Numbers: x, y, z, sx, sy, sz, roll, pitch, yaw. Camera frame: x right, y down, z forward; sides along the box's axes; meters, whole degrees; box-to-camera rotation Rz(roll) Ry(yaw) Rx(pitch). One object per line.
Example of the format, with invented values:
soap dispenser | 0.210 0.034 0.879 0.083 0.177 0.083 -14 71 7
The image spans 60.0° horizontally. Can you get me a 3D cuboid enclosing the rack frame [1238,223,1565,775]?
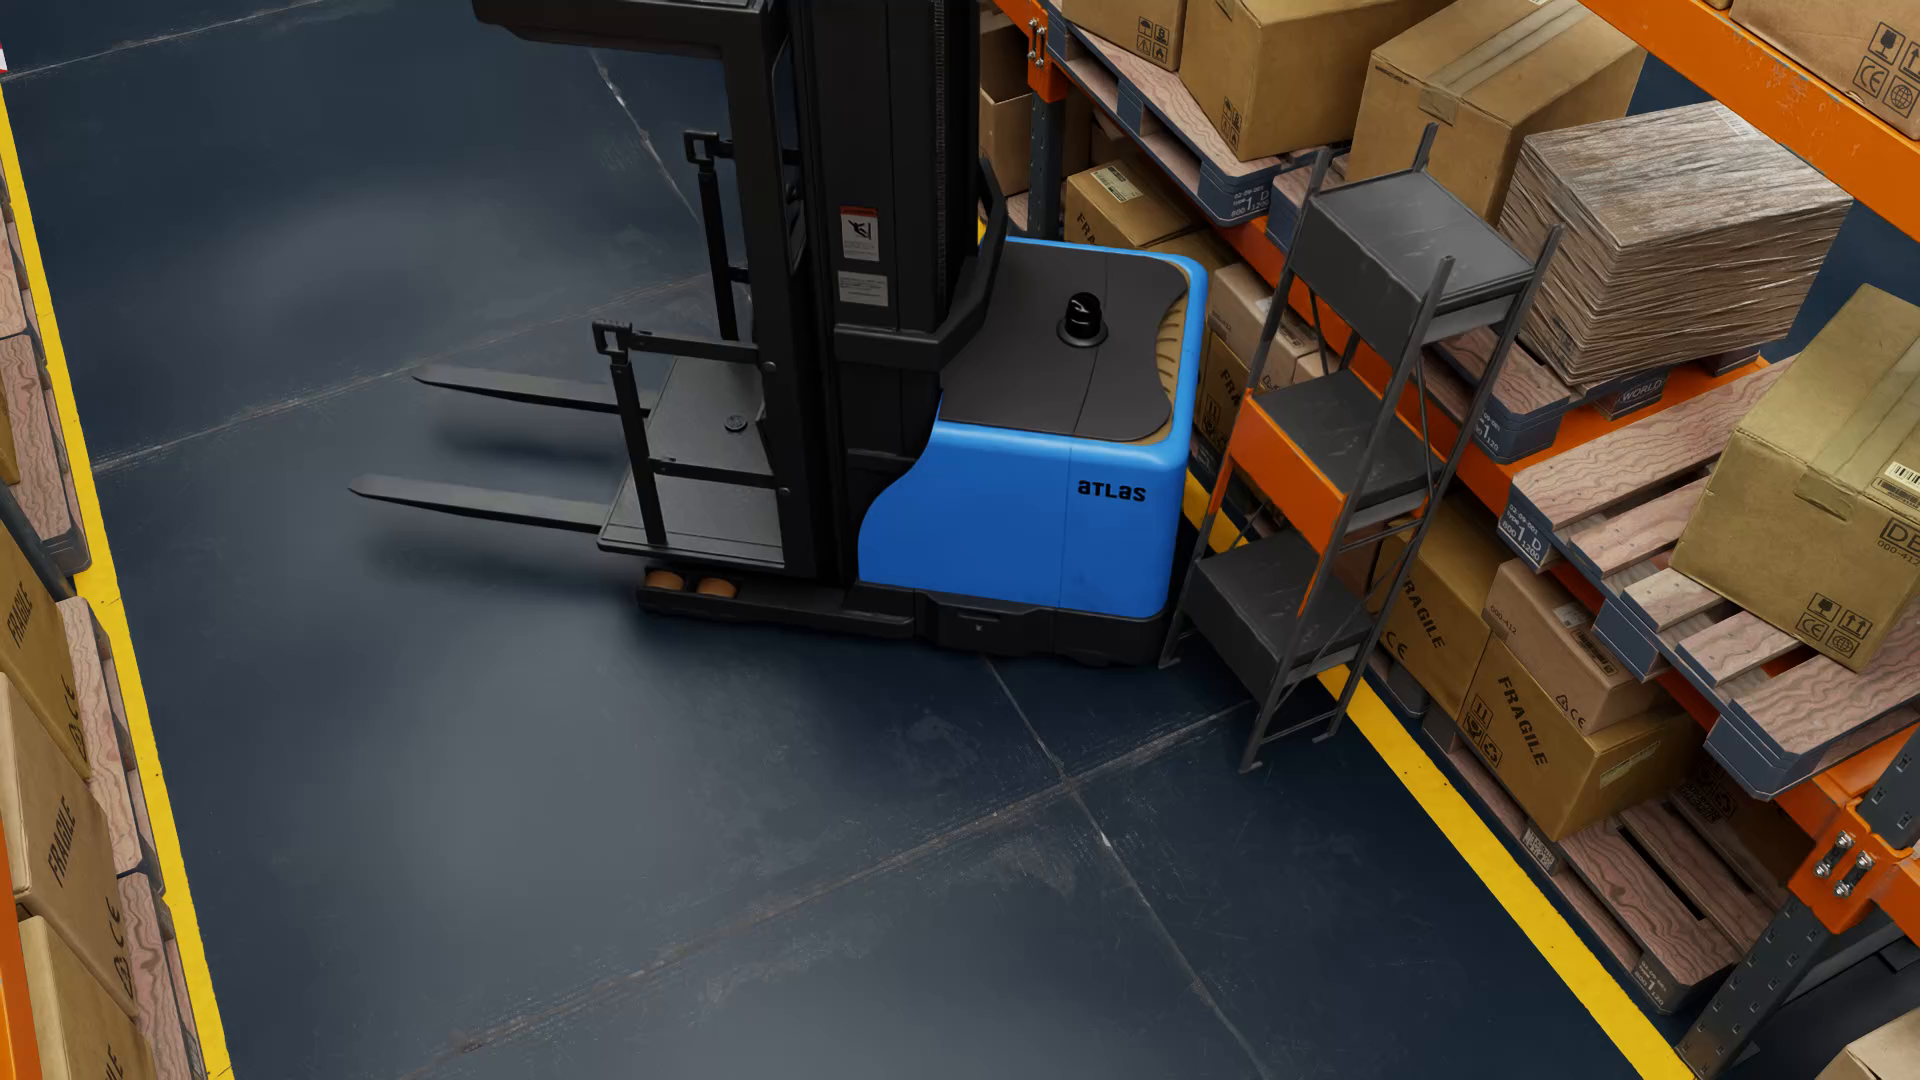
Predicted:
rack frame | 1.218 -0.009 4.835 0.400 2.100 0.015 -18 52 -24

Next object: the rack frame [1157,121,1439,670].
rack frame | 0.983 -0.334 5.112 0.400 2.100 0.015 -18 52 -24

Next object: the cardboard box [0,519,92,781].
cardboard box | -3.234 0.383 5.071 0.750 0.750 0.750 -21 52 -17

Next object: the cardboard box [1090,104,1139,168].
cardboard box | 0.756 -1.900 7.413 0.500 0.311 0.500 -21 52 -18

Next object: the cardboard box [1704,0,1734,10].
cardboard box | 1.885 -1.598 3.596 0.910 0.500 0.500 -21 52 -18

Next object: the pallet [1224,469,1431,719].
pallet | 1.724 -0.018 6.126 1.003 0.211 1.213 -21 52 -18

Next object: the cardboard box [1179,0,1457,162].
cardboard box | 1.145 -1.624 5.332 0.700 0.500 0.500 -14 50 -12

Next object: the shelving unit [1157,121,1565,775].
shelving unit | 1.101 -0.171 4.973 0.431 2.100 0.503 -18 52 -24

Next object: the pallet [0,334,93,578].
pallet | -3.926 -0.194 6.280 1.003 0.211 1.213 -21 52 -18

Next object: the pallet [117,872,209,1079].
pallet | -2.665 1.650 4.667 1.003 0.211 1.213 -21 52 -18

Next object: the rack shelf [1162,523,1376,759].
rack shelf | 1.019 0.321 5.483 0.431 0.518 0.480 -18 52 -24

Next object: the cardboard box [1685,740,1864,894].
cardboard box | 2.632 0.667 5.042 0.500 0.500 0.500 -19 52 -16

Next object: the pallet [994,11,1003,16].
pallet | -0.120 -2.645 8.423 1.003 0.211 1.213 -21 52 -18

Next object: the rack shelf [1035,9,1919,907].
rack shelf | 1.671 -0.710 5.356 1.077 0.370 4.000 -21 52 -18

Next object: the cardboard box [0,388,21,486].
cardboard box | -3.898 -0.427 6.013 0.700 0.500 0.500 -21 52 -17

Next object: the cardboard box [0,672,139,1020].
cardboard box | -2.825 0.977 4.552 0.750 0.750 0.750 -20 52 -16

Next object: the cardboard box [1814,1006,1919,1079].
cardboard box | 2.565 1.426 4.185 0.500 0.311 0.500 -20 52 -16

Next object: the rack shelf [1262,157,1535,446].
rack shelf | 1.179 -0.645 4.483 0.431 0.518 0.480 -18 52 -24

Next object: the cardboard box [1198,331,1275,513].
cardboard box | 1.236 -0.509 6.071 0.500 0.500 0.500 -21 52 -17

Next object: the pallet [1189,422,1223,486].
pallet | 1.162 -0.836 6.841 1.003 0.211 1.213 -21 52 -18

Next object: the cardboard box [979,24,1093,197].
cardboard box | 0.243 -1.891 7.279 0.500 0.500 0.500 -21 52 -18

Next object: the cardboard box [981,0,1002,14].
cardboard box | -0.109 -2.864 8.128 0.797 0.503 0.637 -21 52 -18

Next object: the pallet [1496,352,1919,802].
pallet | 2.214 0.026 4.362 1.213 0.211 1.003 -21 52 -18

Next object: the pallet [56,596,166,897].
pallet | -3.227 0.832 5.382 1.003 0.211 1.213 -21 52 -18

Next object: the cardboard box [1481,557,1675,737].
cardboard box | 1.920 0.242 4.916 0.500 0.250 0.500 -19 52 -16

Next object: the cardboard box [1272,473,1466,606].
cardboard box | 1.467 -0.171 5.775 0.500 0.500 0.500 -23 53 -19

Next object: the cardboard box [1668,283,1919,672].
cardboard box | 2.198 -0.162 4.053 0.500 0.500 0.700 35 58 27

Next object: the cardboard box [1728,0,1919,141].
cardboard box | 2.123 -1.250 3.291 0.910 0.500 0.500 -21 52 -18

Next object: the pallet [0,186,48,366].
pallet | -4.488 -1.012 6.995 1.003 0.211 1.213 -21 52 -18

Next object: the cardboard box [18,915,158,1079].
cardboard box | -2.432 1.544 4.056 0.750 0.750 0.750 -21 52 -18

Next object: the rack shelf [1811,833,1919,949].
rack shelf | 3.501 1.967 3.014 1.077 0.370 4.000 -21 52 -18

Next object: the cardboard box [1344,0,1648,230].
cardboard box | 1.619 -1.295 5.044 0.700 0.500 0.500 -34 57 -26

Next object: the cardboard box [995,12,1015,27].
cardboard box | 0.351 -2.428 7.971 0.380 0.166 0.250 -21 52 -18

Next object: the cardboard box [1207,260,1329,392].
cardboard box | 1.218 -0.777 5.807 0.500 0.250 0.500 -21 52 -17

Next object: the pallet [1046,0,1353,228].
pallet | 1.024 -1.649 5.827 1.003 0.211 1.213 -21 52 -18

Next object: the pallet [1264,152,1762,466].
pallet | 1.692 -0.845 5.124 1.003 0.211 1.213 -21 52 -18

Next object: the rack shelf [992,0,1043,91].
rack shelf | -0.160 -3.387 7.697 1.077 0.370 4.000 -21 52 -18

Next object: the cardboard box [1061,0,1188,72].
cardboard box | 0.774 -2.062 5.715 0.500 0.500 0.700 35 58 27

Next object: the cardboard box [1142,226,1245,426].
cardboard box | 1.014 -0.846 6.366 0.500 0.500 0.500 -20 52 -17

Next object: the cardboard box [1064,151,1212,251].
cardboard box | 0.760 -1.199 6.675 0.500 0.500 0.500 -23 53 -19

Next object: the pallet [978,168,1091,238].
pallet | 0.442 -1.827 7.708 1.003 0.211 1.213 -21 52 -18

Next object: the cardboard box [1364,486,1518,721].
cardboard box | 1.713 0.179 5.469 0.500 0.500 0.500 -23 53 -19

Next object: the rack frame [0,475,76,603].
rack frame | -3.647 -0.576 4.761 1.000 3.000 0.127 -21 52 -18

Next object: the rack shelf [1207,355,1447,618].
rack shelf | 1.099 -0.162 4.983 0.431 0.518 0.480 -18 52 -24

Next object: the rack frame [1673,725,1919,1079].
rack frame | 2.586 0.392 3.914 1.000 3.000 0.127 -21 52 -18

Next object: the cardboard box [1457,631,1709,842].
cardboard box | 1.949 0.525 5.166 0.500 0.500 0.500 -19 52 -16

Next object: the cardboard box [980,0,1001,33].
cardboard box | -0.100 -2.330 7.789 0.500 0.311 0.500 -21 52 -18

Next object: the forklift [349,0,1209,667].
forklift | -0.704 -1.058 5.228 3.031 2.935 1.130 7 49 6

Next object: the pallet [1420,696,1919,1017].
pallet | 2.278 0.797 5.412 1.003 0.211 1.213 -21 52 -18

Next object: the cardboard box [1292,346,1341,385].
cardboard box | 1.448 -0.441 5.513 0.500 0.250 0.500 -22 52 -18

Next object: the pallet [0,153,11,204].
pallet | -5.042 -1.827 7.708 1.003 0.211 1.213 -21 52 -18

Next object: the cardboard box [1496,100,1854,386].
cardboard box | 1.949 -0.840 4.646 0.700 0.500 0.500 -12 50 -11

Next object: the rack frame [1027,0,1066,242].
rack frame | 0.756 -2.285 6.256 1.000 3.000 0.127 -21 52 -18

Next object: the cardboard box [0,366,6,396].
cardboard box | -4.125 -0.765 6.308 0.700 0.500 0.500 -22 52 -18
